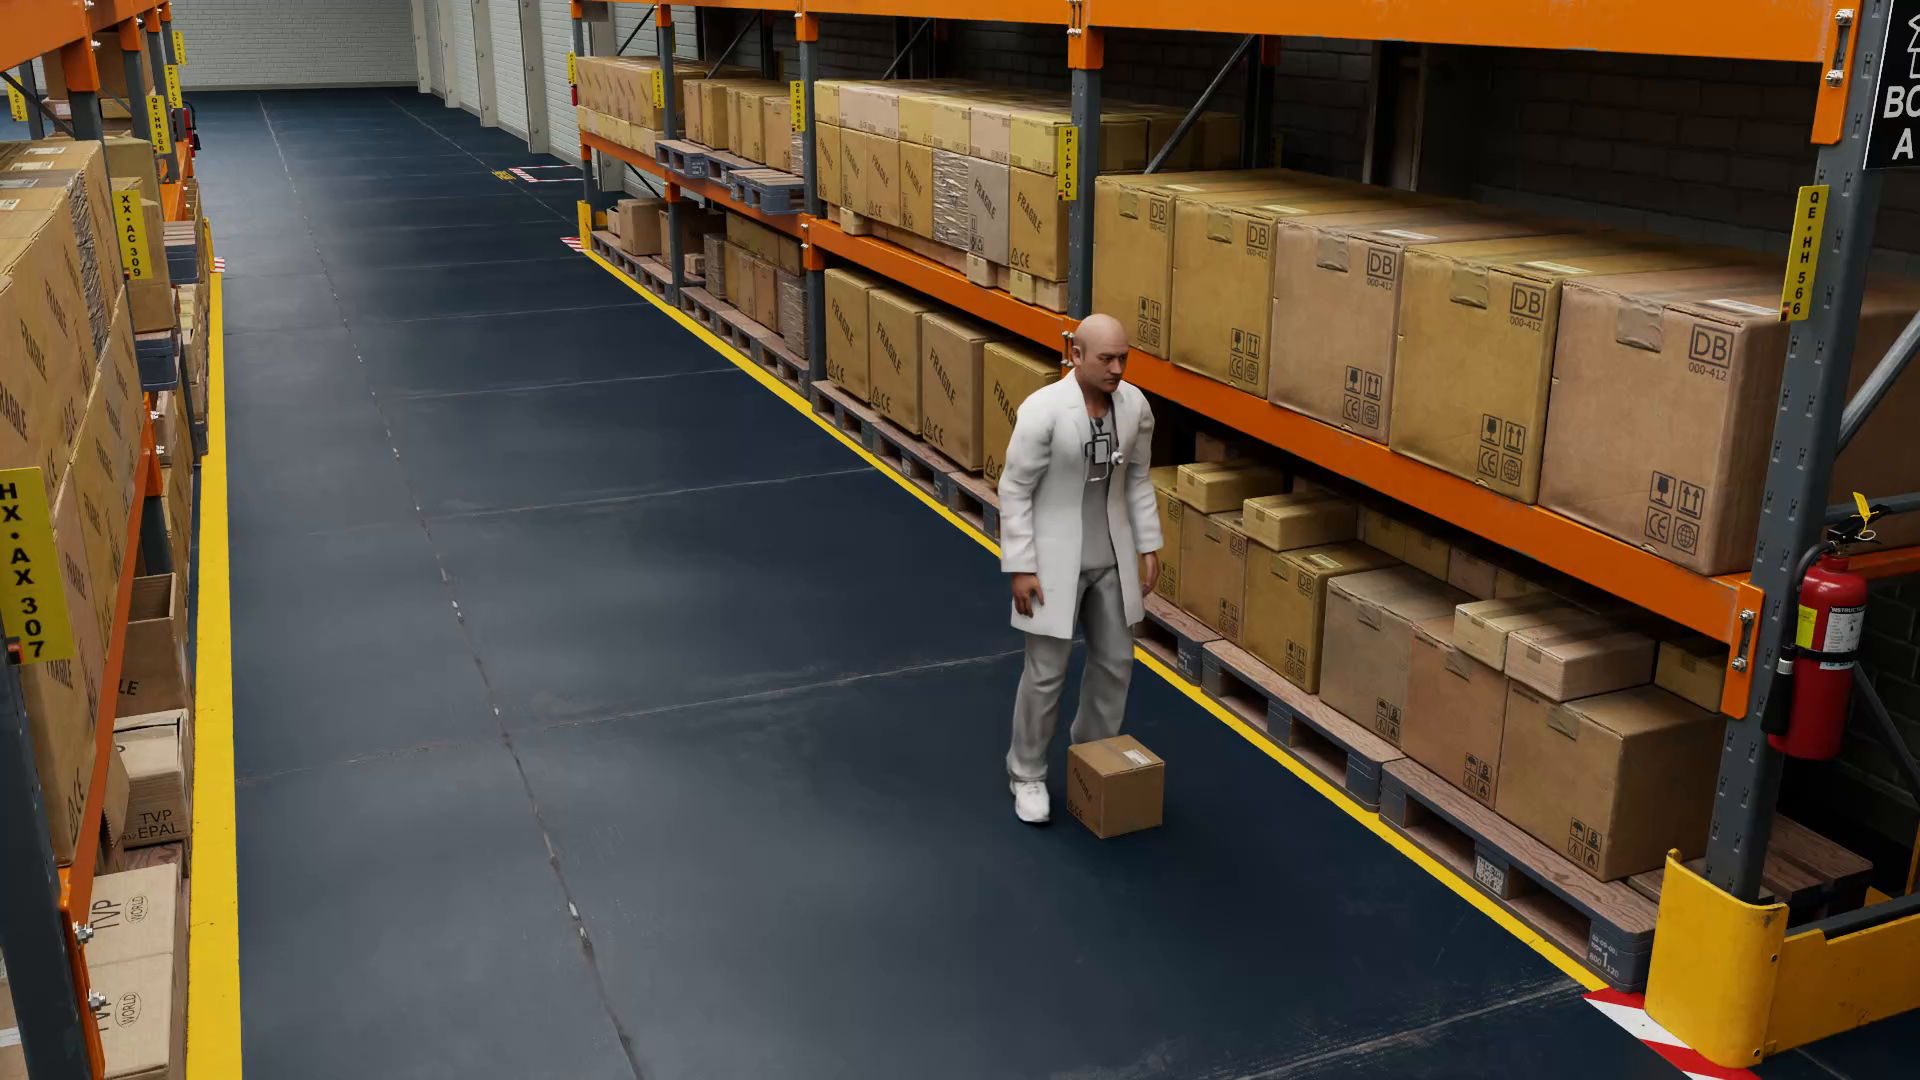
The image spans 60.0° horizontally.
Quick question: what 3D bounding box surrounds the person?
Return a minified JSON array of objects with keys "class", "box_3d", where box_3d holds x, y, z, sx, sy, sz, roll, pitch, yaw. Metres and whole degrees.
[{"class":"person","box_3d":[0.433,0.082,5.842,0.654,1.774,0.426,-9,21,-26]}]
